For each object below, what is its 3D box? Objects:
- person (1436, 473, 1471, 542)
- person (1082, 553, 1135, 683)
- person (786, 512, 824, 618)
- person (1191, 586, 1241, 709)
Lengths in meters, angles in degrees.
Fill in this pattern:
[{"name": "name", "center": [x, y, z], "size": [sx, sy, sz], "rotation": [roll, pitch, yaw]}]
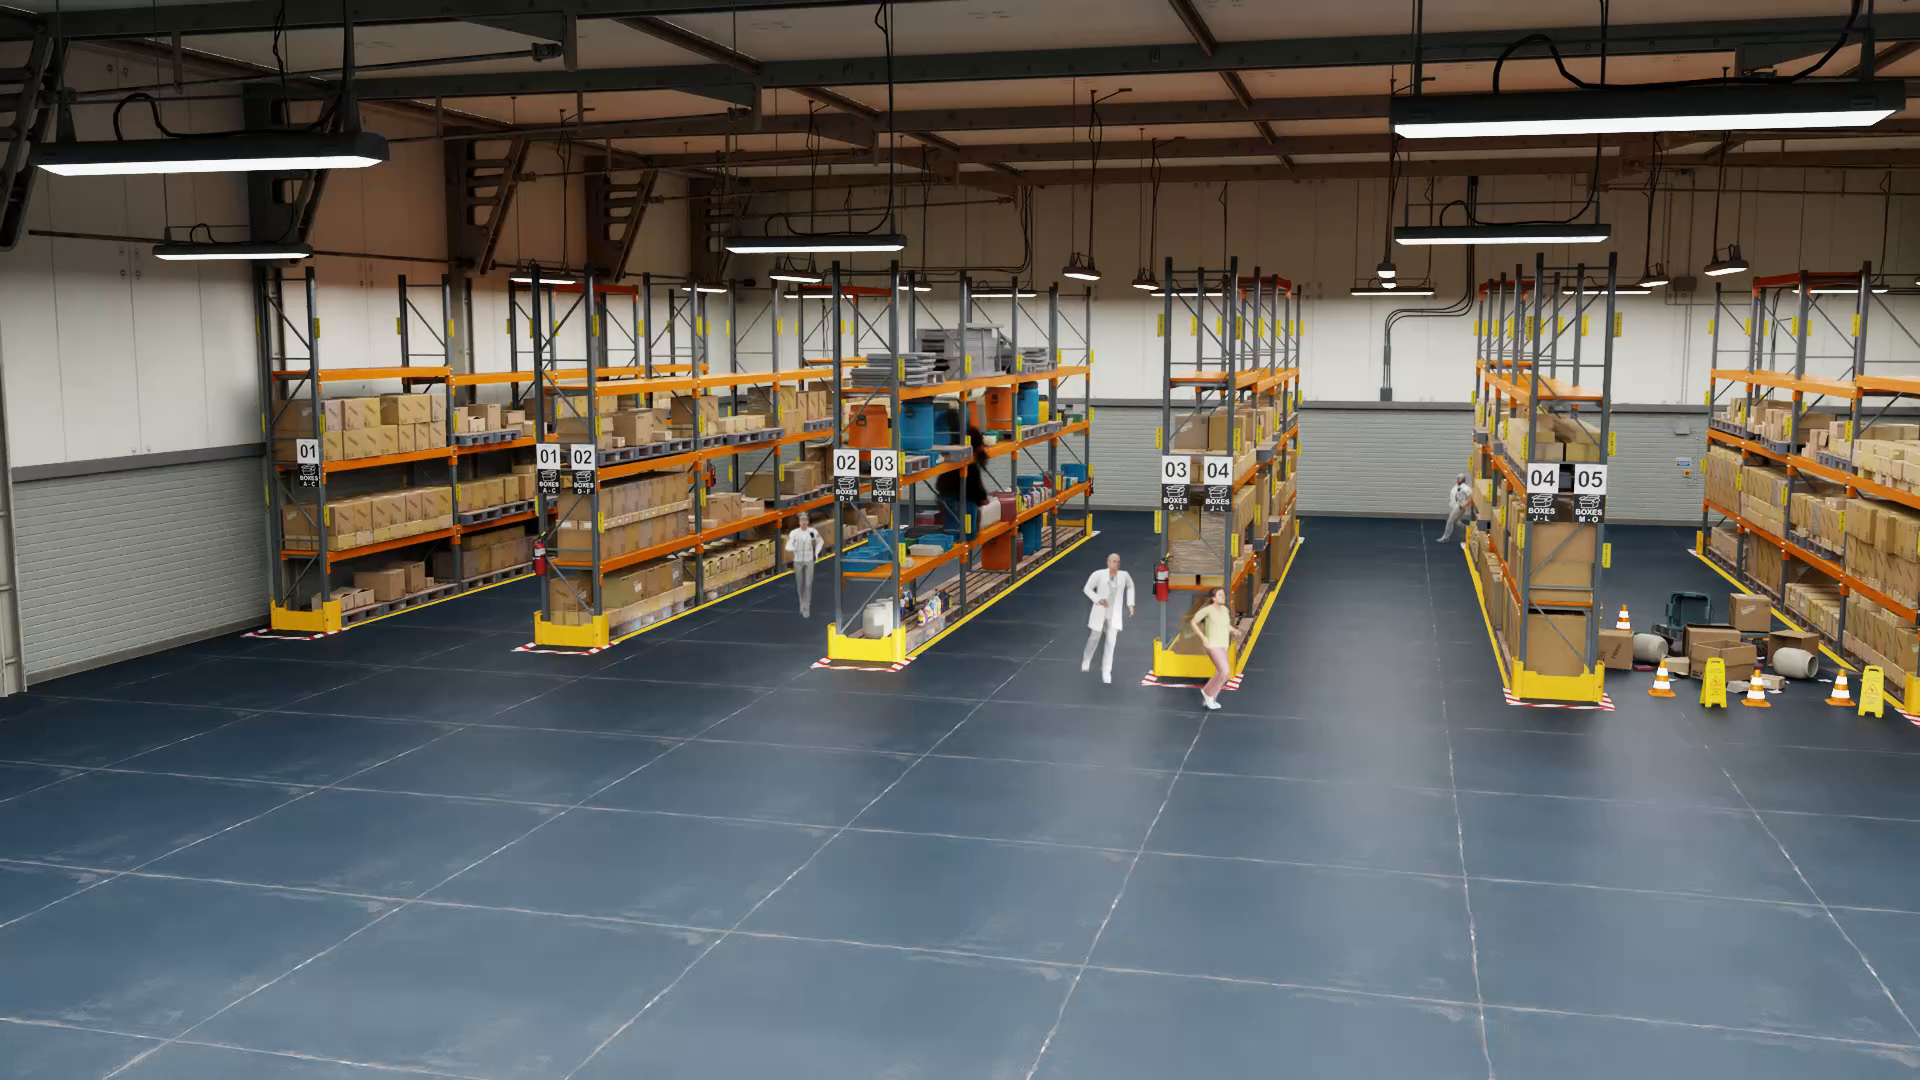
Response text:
[{"name": "person", "center": [11.684, -0.753, 38.989], "size": [0.910, 1.632, 0.686], "rotation": [-2, 7, -12]}, {"name": "person", "center": [2.161, 1.085, 23.966], "size": [0.770, 1.800, 0.958], "rotation": [-1, 7, -5]}, {"name": "person", "center": [-2.555, 0.398, 27.313], "size": [0.616, 1.743, 0.818], "rotation": [0, 7, -2]}, {"name": "person", "center": [3.404, 1.432, 21.856], "size": [0.584, 1.612, 0.541], "rotation": [-6, 9, -38]}]
